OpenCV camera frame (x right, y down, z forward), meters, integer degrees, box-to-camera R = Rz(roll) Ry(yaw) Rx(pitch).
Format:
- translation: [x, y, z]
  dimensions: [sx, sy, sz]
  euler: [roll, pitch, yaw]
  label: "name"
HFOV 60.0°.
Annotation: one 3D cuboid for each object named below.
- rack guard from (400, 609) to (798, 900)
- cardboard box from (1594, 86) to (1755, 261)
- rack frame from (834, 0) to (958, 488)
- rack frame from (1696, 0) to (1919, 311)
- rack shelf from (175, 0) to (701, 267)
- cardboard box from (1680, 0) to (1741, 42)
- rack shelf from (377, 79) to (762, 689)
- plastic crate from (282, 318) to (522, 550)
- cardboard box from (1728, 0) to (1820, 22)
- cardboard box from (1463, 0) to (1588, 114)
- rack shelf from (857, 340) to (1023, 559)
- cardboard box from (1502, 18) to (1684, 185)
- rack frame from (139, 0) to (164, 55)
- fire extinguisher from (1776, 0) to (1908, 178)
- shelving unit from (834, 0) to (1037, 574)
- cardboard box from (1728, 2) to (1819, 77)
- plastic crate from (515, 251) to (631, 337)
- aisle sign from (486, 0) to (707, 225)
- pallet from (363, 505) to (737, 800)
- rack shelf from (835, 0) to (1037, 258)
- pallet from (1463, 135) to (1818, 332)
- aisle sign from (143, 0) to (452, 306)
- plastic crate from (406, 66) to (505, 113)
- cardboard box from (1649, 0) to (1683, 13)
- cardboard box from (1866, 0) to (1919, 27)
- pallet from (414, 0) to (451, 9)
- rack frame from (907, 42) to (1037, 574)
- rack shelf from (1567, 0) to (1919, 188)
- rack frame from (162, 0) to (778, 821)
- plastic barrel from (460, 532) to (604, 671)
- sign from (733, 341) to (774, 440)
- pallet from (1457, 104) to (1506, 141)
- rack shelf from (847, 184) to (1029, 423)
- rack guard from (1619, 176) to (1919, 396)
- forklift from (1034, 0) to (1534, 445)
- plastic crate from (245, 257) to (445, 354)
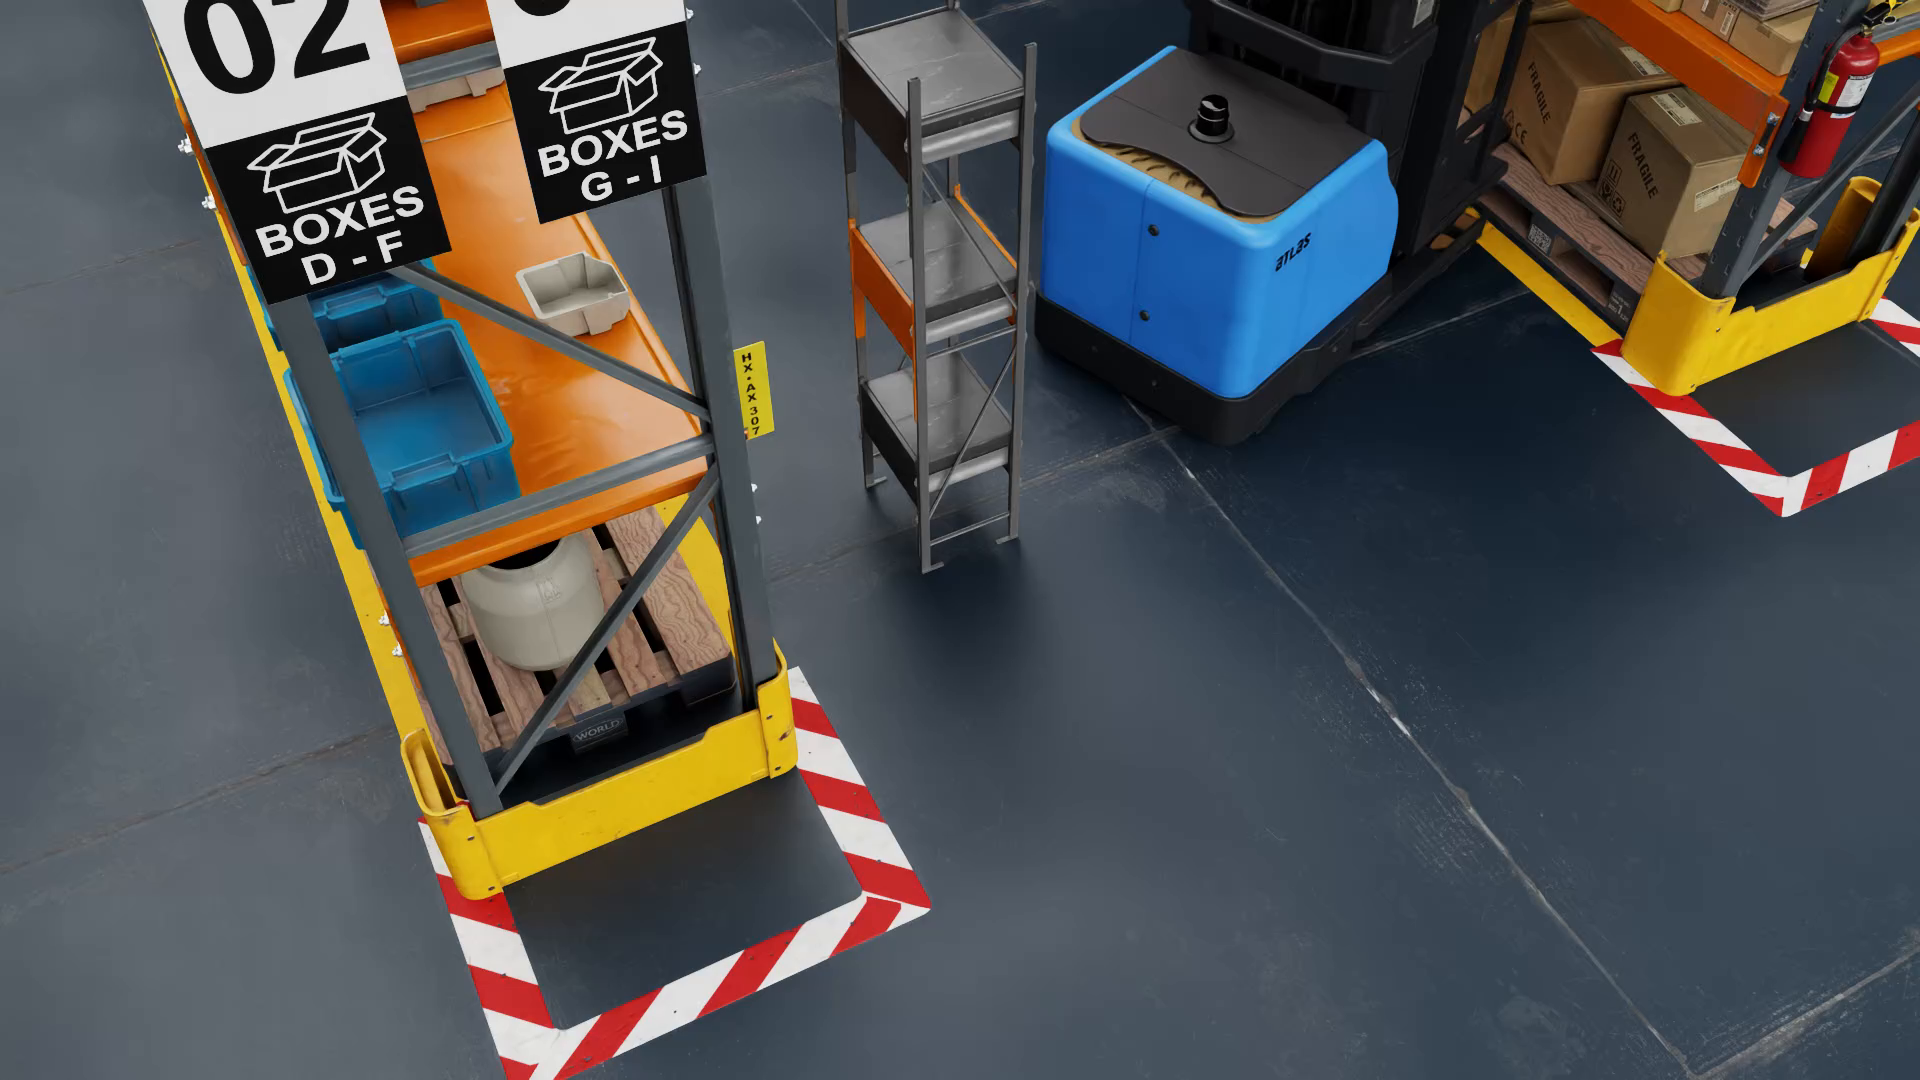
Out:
- translation: [-1.121, 0.675, 5.328]
  dimensions: [1.175, 0.500, 0.348]
  euler: [-21, 52, -18]
  label: "rack guard"
- translation: [3.089, -1.559, 7.002]
  dimensions: [0.500, 0.500, 0.500]
  euler: [-13, 50, -11]
  label: "cardboard box"
- translation: [-0.187, -0.965, 5.699]
  dimensions: [0.400, 2.100, 0.015]
  euler: [-21, 52, -18]
  label: "rack frame"
- translation: [3.360, -1.819, 5.849]
  dimensions: [1.000, 3.000, 0.127]
  euler: [-21, 52, -18]
  label: "rack frame"
- translation: [-1.959, -2.203, 4.669]
  dimensions: [1.077, 0.370, 4.000]
  euler: [-21, 52, -18]
  label: "rack shelf"
- translation: [2.932, -2.024, 6.194]
  dimensions: [0.380, 0.149, 0.250]
  euler: [-21, 52, -18]
  label: "cardboard box"
- translation: [-1.959, -1.215, 5.798]
  dimensions: [1.077, 0.370, 4.000]
  euler: [-21, 52, -18]
  label: "rack shelf"
- translation: [-1.539, -0.296, 4.615]
  dimensions: [0.499, 0.251, 0.616]
  euler: [-21, 52, -18]
  label: "plastic crate"
- translation: [3.133, -2.328, 6.029]
  dimensions: [0.875, 0.500, 0.500]
  euler: [-21, 52, -18]
  label: "cardboard box"
- translation: [2.515, -2.372, 7.714]
  dimensions: [0.500, 0.500, 0.500]
  euler: [-17, 51, -14]
  label: "cardboard box"
- translation: [-0.076, -0.332, 6.094]
  dimensions: [0.431, 0.518, 0.480]
  euler: [-21, 52, -18]
  label: "rack shelf"
- translation: [2.785, -1.947, 7.342]
  dimensions: [0.500, 0.500, 0.500]
  euler: [-9, 49, -8]
  label: "cardboard box"
- translation: [-1.044, -2.089, 2.098]
  dimensions: [1.000, 3.000, 0.127]
  euler: [-21, 52, -18]
  label: "rack frame"
- translation: [3.002, -1.559, 5.672]
  dimensions: [0.296, 0.674, 0.183]
  euler: [-21, 52, -18]
  label: "fire extinguisher"
- translation: [-0.076, -0.802, 5.557]
  dimensions: [0.431, 2.100, 0.503]
  euler: [-21, 52, -18]
  label: "shelving unit"
- translation: [3.046, -1.856, 6.048]
  dimensions: [0.380, 0.149, 0.250]
  euler: [-21, 52, -18]
  label: "cardboard box"
- translation: [-1.168, -0.736, 5.077]
  dimensions: [0.298, 0.136, 0.250]
  euler: [-21, 52, -18]
  label: "plastic crate"
- translation: [-0.751, -1.022, 3.424]
  dimensions: [0.394, 0.787, 0.004]
  euler: [-21, 52, -18]
  label: "aisle sign"
- translation: [-1.488, 0.224, 5.914]
  dimensions: [1.003, 0.211, 1.213]
  euler: [-21, 52, -18]
  label: "pallet"
- translation: [-0.076, -1.254, 5.040]
  dimensions: [0.431, 0.518, 0.480]
  euler: [-21, 52, -18]
  label: "rack shelf"
- translation: [2.985, -1.508, 7.429]
  dimensions: [1.003, 0.211, 1.213]
  euler: [-21, 52, -18]
  label: "pallet"
- translation: [-1.275, -0.819, 3.246]
  dimensions: [0.394, 0.787, 0.004]
  euler: [-21, 52, -18]
  label: "aisle sign"
- translation: [-1.906, -1.704, 5.923]
  dimensions: [0.530, 0.136, 0.437]
  euler: [-21, 52, -18]
  label: "plastic crate"
- translation: [2.772, -2.174, 6.325]
  dimensions: [0.380, 0.149, 0.250]
  euler: [-21, 52, -18]
  label: "cardboard box"
- translation: [3.441, -2.010, 6.182]
  dimensions: [0.380, 0.149, 0.250]
  euler: [-21, 52, -18]
  label: "cardboard box"
- translation: [-1.336, -1.626, 3.812]
  dimensions: [1.003, 0.211, 1.213]
  euler: [-21, 52, -18]
  label: "pallet"
- translation: [0.036, -0.639, 5.414]
  dimensions: [0.400, 2.100, 0.015]
  euler: [-21, 52, -18]
  label: "rack frame"
- translation: [2.445, -2.921, 7.290]
  dimensions: [1.077, 0.370, 4.000]
  euler: [-21, 52, -18]
  label: "rack shelf"
- translation: [-1.044, -0.113, 4.356]
  dimensions: [1.000, 3.000, 0.127]
  euler: [-21, 52, -18]
  label: "rack frame"
- translation: [-1.413, 0.153, 5.497]
  dimensions: [0.421, 0.512, 0.421]
  euler: [0, 49, 0]
  label: "plastic barrel"
- translation: [-0.553, -0.391, 4.415]
  dimensions: [0.100, 0.325, 0.005]
  euler: [-21, 52, -18]
  label: "sign"
- translation: [2.430, -2.324, 8.142]
  dimensions: [1.003, 0.211, 1.213]
  euler: [-21, 52, -18]
  label: "pallet"
- translation: [-0.076, -0.793, 5.567]
  dimensions: [0.431, 0.518, 0.480]
  euler: [-21, 52, -18]
  label: "rack shelf"
- translation: [3.325, -1.047, 6.834]
  dimensions: [1.175, 0.500, 0.348]
  euler: [-21, 52, -18]
  label: "rack guard"
- translation: [1.664, -2.364, 6.370]
  dimensions: [1.130, 2.935, 3.031]
  euler: [34, 57, 26]
  label: "forklift"
- translation: [-1.831, -0.733, 4.997]
  dimensions: [0.499, 0.251, 0.408]
  euler: [-21, 52, -18]
  label: "plastic crate"
